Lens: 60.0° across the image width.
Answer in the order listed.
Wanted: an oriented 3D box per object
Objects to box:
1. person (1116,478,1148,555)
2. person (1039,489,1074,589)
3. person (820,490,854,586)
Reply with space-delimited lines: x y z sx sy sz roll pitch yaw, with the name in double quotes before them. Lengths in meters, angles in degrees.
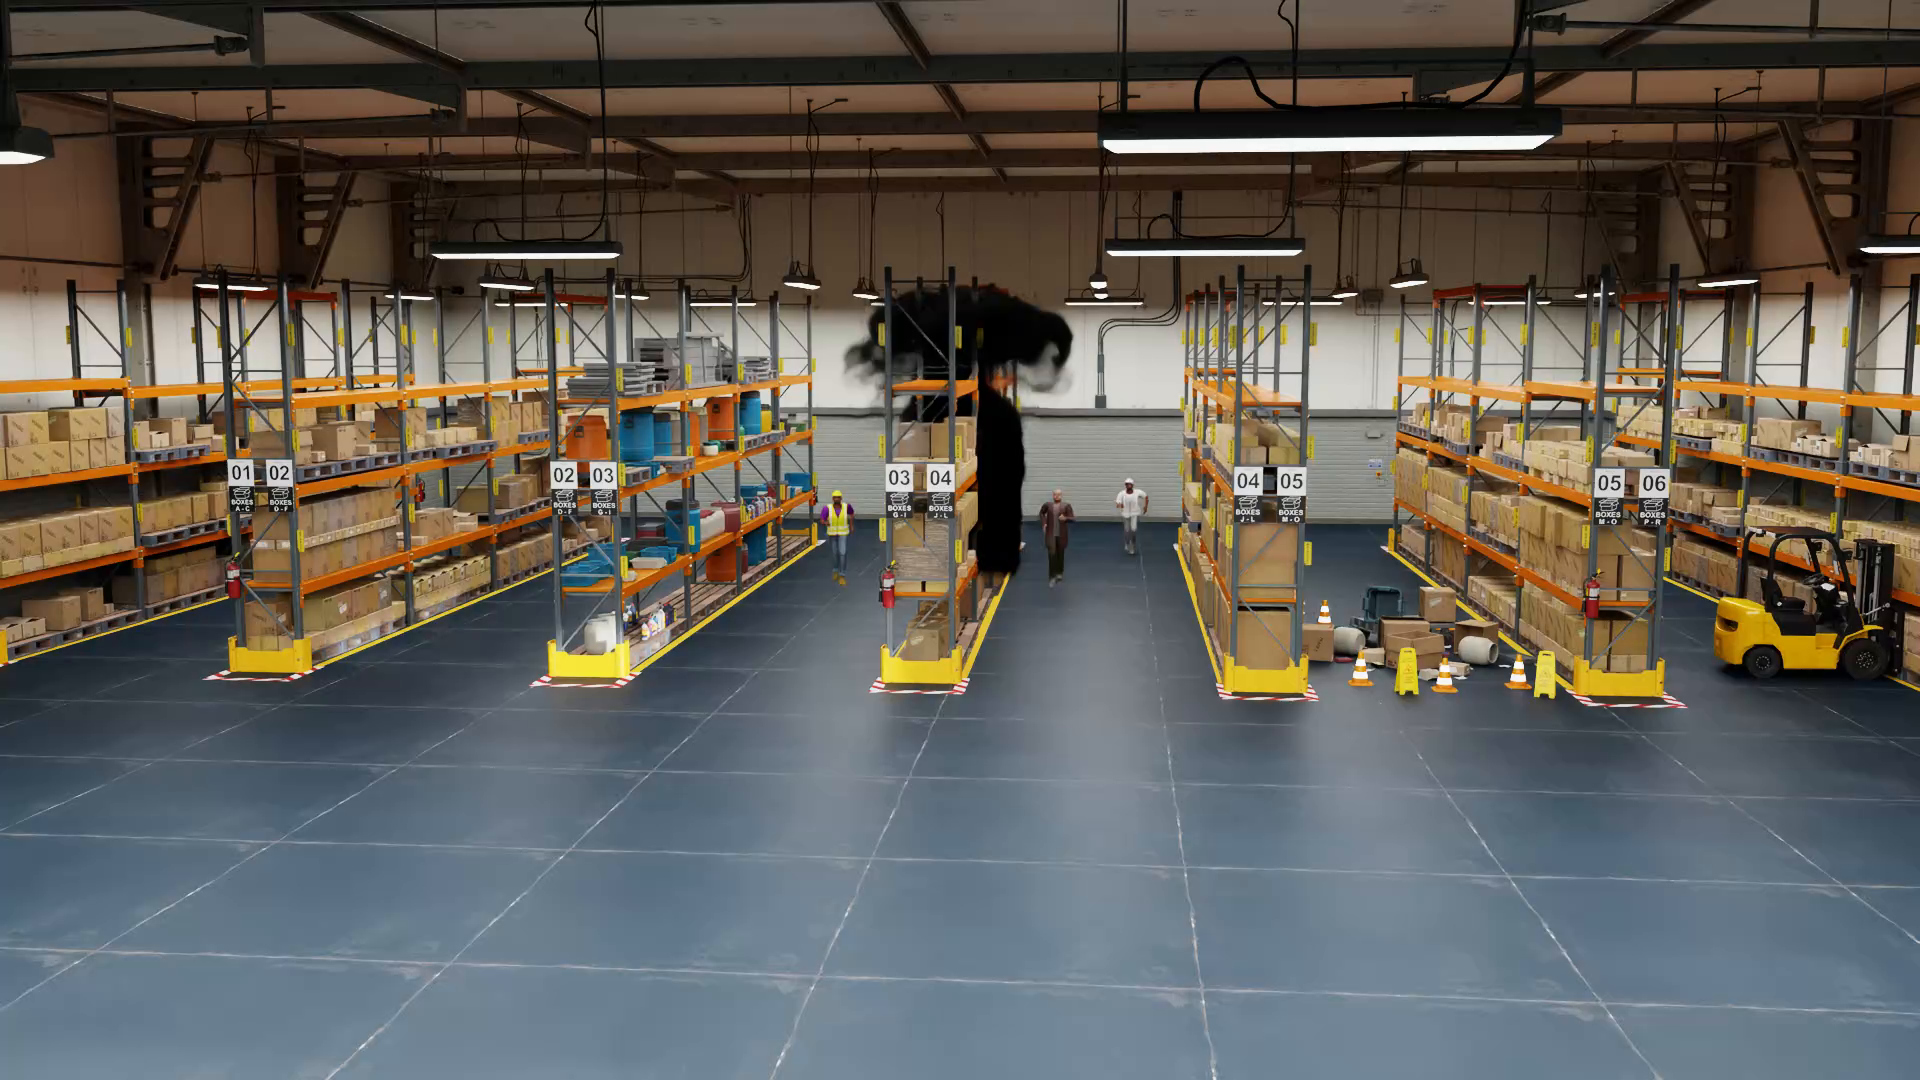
"person" 3.970 -0.549 38.523 0.713 1.769 0.869 2 7 16
"person" 1.859 -0.037 32.033 0.682 1.896 0.769 1 7 4
"person" -2.375 -0.071 32.103 0.640 1.812 0.837 0 7 1
